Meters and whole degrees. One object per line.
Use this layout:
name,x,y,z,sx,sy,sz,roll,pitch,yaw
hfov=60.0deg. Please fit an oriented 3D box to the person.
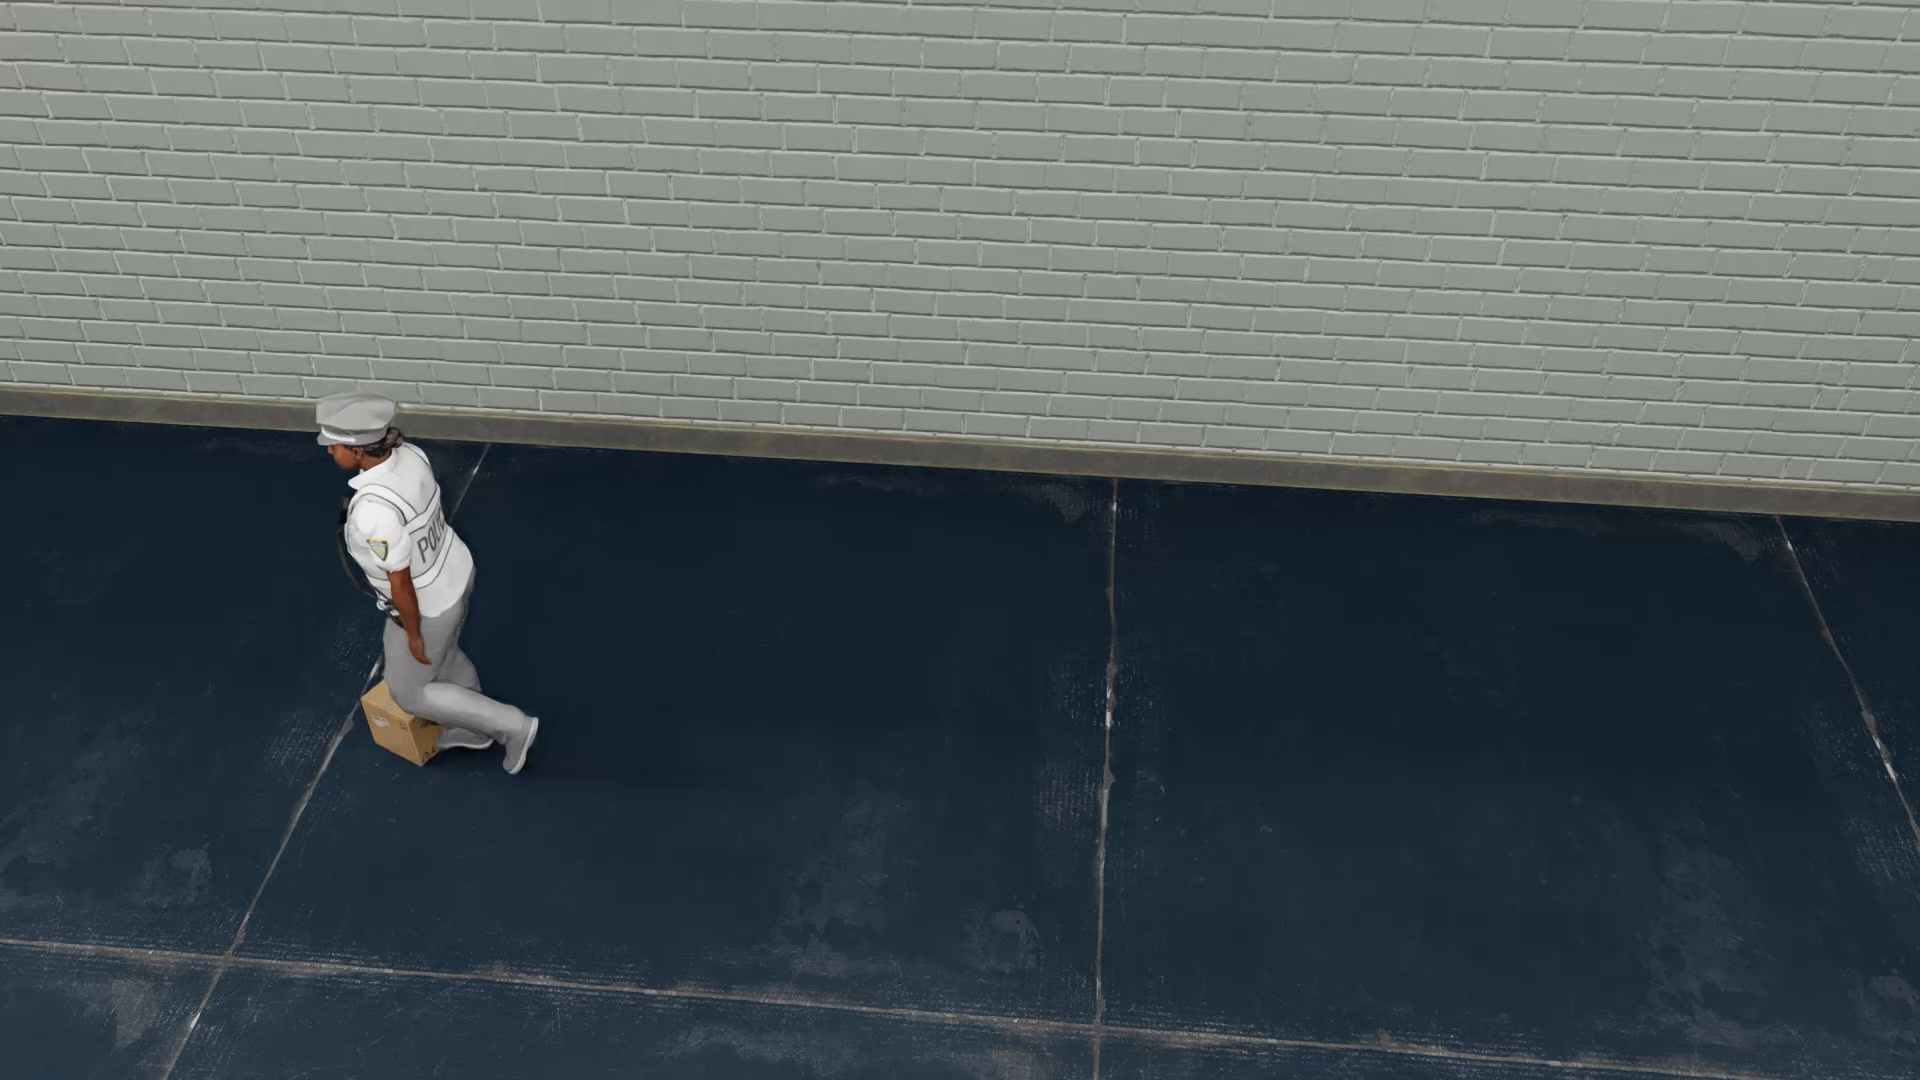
person,-1.833,0.205,5.888,0.547,1.641,0.456,2,40,2
